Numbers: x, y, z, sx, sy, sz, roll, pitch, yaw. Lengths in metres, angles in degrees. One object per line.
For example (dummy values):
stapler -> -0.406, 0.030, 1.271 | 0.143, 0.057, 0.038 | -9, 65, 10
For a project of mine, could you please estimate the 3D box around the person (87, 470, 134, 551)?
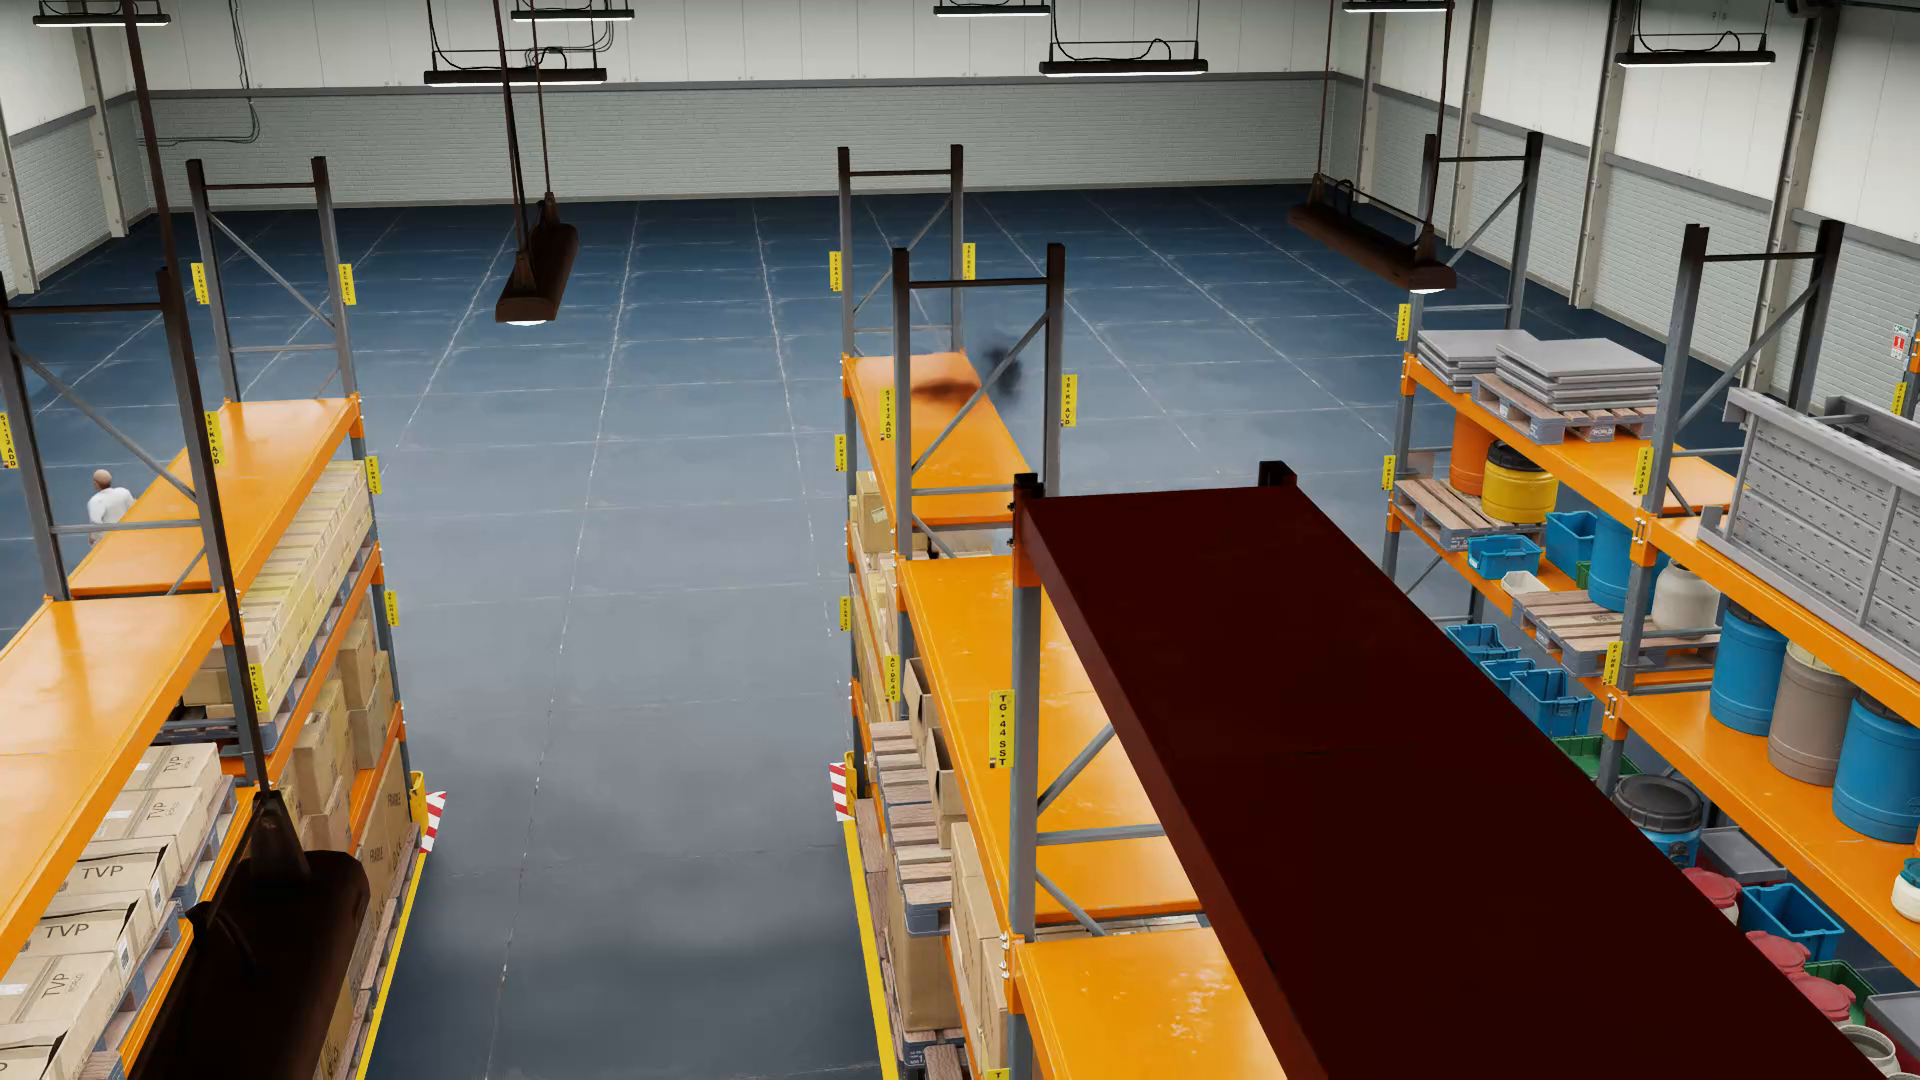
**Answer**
person -> -9.685, 0.051, 19.039 | 0.937, 1.810, 0.700 | 13, 25, 29
